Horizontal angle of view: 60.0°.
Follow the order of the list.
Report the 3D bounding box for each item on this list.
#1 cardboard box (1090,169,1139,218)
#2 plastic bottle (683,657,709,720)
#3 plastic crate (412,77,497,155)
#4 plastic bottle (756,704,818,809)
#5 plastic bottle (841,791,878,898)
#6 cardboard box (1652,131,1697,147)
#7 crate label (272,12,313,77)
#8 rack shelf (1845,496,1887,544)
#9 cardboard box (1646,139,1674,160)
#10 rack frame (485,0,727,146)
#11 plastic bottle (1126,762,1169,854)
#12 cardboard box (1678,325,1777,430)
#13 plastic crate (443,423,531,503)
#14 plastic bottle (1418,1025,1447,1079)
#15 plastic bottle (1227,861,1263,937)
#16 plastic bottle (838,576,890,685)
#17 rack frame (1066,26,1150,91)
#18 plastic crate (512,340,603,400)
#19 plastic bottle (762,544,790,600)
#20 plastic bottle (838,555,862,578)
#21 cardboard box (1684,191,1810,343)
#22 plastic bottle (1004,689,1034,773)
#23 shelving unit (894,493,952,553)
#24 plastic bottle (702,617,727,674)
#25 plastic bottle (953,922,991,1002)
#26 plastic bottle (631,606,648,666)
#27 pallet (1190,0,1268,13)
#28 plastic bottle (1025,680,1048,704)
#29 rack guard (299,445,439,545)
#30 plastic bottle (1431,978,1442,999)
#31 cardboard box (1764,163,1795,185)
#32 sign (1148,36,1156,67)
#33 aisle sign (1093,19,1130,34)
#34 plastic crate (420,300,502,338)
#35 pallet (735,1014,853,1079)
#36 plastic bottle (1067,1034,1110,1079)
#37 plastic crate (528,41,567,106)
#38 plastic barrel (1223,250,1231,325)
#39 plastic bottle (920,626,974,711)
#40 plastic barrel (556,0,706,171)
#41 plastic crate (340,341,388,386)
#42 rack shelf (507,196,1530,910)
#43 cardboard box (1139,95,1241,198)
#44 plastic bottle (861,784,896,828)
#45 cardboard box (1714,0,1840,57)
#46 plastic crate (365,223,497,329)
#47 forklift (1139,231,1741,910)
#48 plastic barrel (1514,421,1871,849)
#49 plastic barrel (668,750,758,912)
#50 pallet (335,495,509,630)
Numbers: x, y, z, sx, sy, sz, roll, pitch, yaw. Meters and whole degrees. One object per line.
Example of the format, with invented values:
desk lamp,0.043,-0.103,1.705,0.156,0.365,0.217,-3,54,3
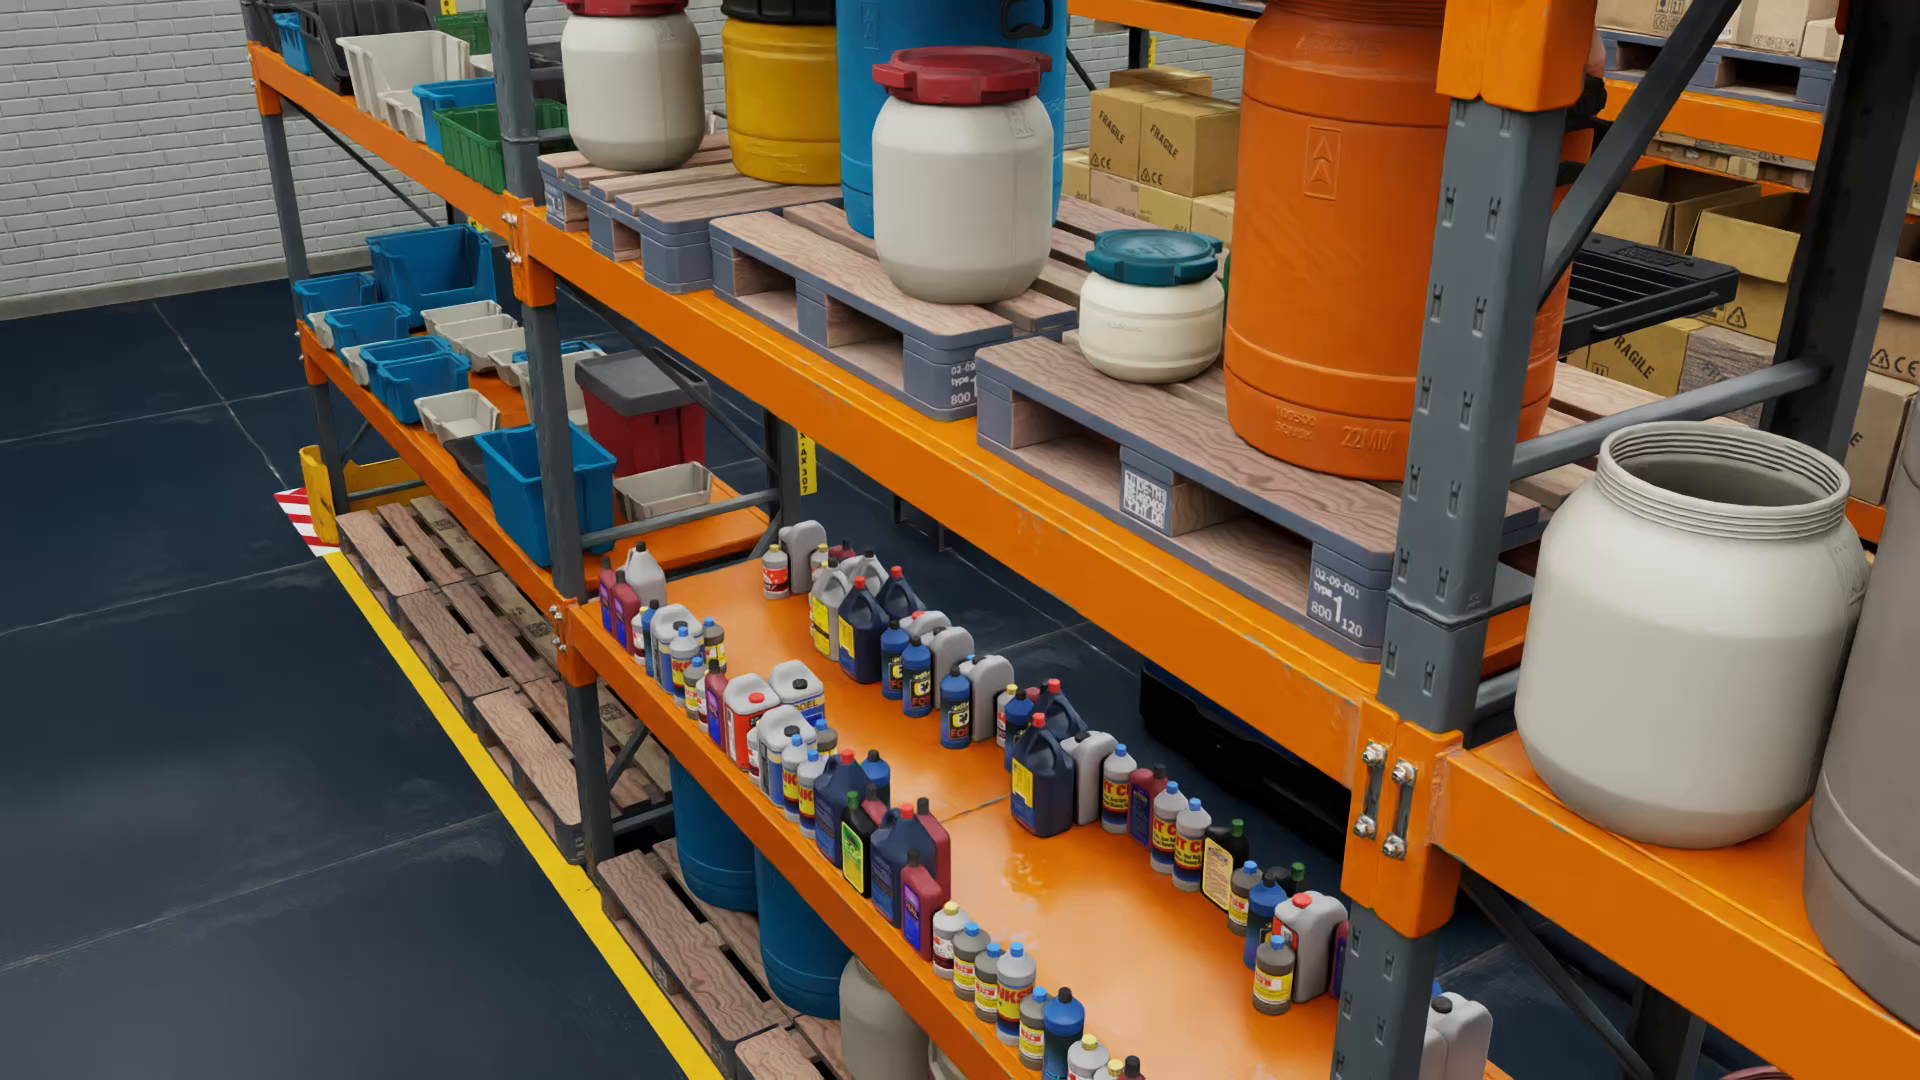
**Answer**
cardboard box,1.209,-2.310,10.957,0.500,0.250,0.500,-16,30,-30
plastic bottle,-0.856,0.480,5.452,0.097,0.201,0.097,0,25,0
plastic crate,-1.847,-1.610,6.328,0.416,0.233,0.300,-16,29,-30
plastic bottle,-0.517,0.647,5.011,0.152,0.276,0.135,-16,29,-30
plastic bottle,-0.275,0.838,4.598,0.061,0.283,0.133,-16,29,-30
cardboard box,5.679,-3.373,12.917,0.500,0.500,0.500,-15,29,-29
crate label,-3.033,-2.392,7.964,0.408,0.251,0.502,-16,29,-30
rack shelf,4.159,-0.191,7.484,1.077,0.370,4.000,-16,29,-30
cardboard box,5.657,-3.123,13.146,0.380,0.149,0.250,-16,30,-30
rack frame,-1.082,-2.791,5.120,1.000,3.000,0.127,-16,29,-30
plastic bottle,0.543,0.752,4.780,0.061,0.283,0.133,-16,29,-30
cardboard box,3.657,-0.696,7.593,0.500,0.500,0.500,-16,30,-31
plastic crate,-1.918,-0.318,7.162,0.437,0.125,0.590,-16,29,-30
plastic bottle,1.008,1.215,3.809,0.152,0.276,0.135,-16,29,-30
plastic bottle,0.770,0.952,4.453,0.097,0.201,0.097,0,25,0
plastic bottle,-0.326,0.297,5.665,0.144,0.351,0.185,-16,29,-30
rack frame,0.884,-2.663,11.876,1.000,3.000,0.127,-16,29,-30
plastic crate,-1.930,-0.785,8.025,0.416,0.233,0.300,-16,29,-30
plastic bottle,-0.691,0.114,6.228,0.097,0.201,0.097,0,25,0
plastic bottle,-0.397,0.175,6.011,0.152,0.276,0.135,-16,29,-30
cardboard box,3.788,-1.256,7.605,0.797,0.503,0.637,-15,29,-29
plastic bottle,0.187,0.585,5.147,0.097,0.271,0.097,0,25,0
shelving unit,-0.090,-1.009,9.427,0.431,2.100,0.503,-16,29,-30
plastic bottle,-0.855,0.362,5.703,0.097,0.201,0.097,0,25,0
plastic bottle,0.031,1.061,4.222,0.097,0.201,0.097,0,25,0
plastic bottle,-1.088,0.327,5.775,0.097,0.201,0.097,0,25,0
pallet,1.968,-3.279,9.773,1.003,0.211,1.213,-16,29,-30
plastic bottle,0.243,0.555,5.197,0.061,0.283,0.133,-16,29,-30
rack guard,-3.290,-0.384,9.977,1.175,0.500,0.348,-16,29,-30
plastic bottle,1.096,1.133,3.986,0.097,0.271,0.097,0,25,0
cardboard box,6.211,-2.754,12.363,0.380,0.149,0.250,-16,30,-30
sign,1.346,-3.415,11.836,0.100,0.325,0.005,-16,29,-30
aisle sign,1.096,-3.934,11.524,0.394,0.787,0.004,-16,29,-30
plastic crate,-2.669,-1.167,8.946,0.396,0.136,0.243,-16,29,-30
pallet,-0.026,1.906,5.466,1.003,0.211,1.213,-16,29,-30
plastic bottle,0.296,1.235,3.853,0.097,0.201,0.097,0,25,0
plastic crate,-1.531,-1.883,6.865,0.497,0.269,0.590,-16,29,-30
plastic barrel,0.716,-0.556,3.590,0.294,0.245,0.294,0,25,0
plastic bottle,-0.048,0.403,5.527,0.152,0.276,0.135,-16,29,-30
plastic barrel,-1.005,-1.439,5.119,0.433,0.535,0.433,0,25,0
plastic crate,-2.931,-0.875,8.327,0.250,0.136,0.298,-16,29,-30
rack shelf,0.010,-0.393,4.399,1.077,0.370,4.000,-16,29,-30
cardboard box,1.481,-2.471,10.420,0.500,0.500,0.500,-16,30,-31
plastic bottle,-0.224,0.824,4.628,0.061,0.283,0.133,-16,29,-30
cardboard box,3.591,-2.325,7.259,0.500,0.311,0.500,-17,30,-31
plastic crate,-2.927,-1.475,9.250,0.616,0.435,0.499,-16,29,-30
forklift,2.112,-0.065,6.454,1.130,2.935,3.031,-17,30,-32
plastic barrel,1.014,0.129,2.319,0.421,0.512,0.421,0,25,0
plastic barrel,-0.800,0.880,6.338,0.600,0.901,0.708,-16,29,-30
pallet,-2.848,0.057,9.383,1.003,0.211,1.213,-16,29,-30
